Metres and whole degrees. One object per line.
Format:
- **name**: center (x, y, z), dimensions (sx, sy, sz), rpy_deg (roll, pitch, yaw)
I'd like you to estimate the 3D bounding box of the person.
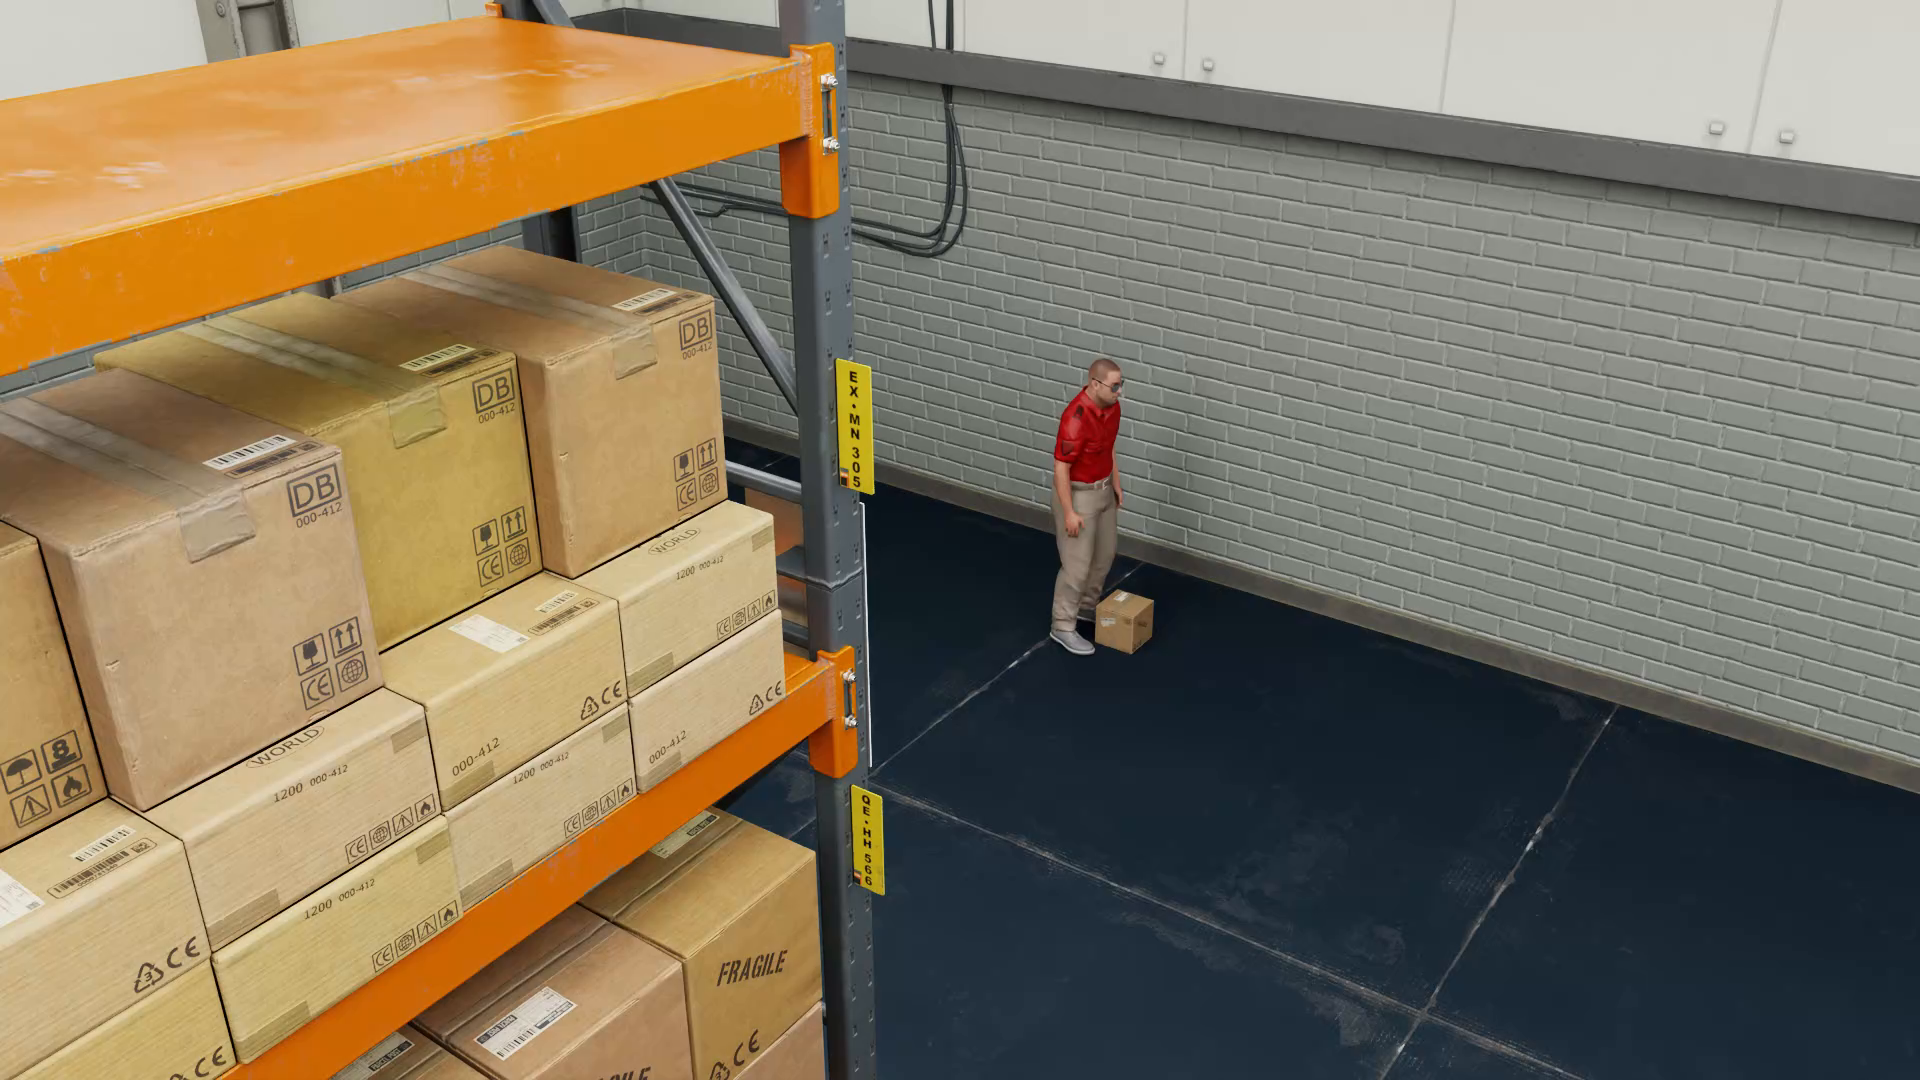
- **person**: center (0.750, -0.231, 9.589), dimensions (0.393, 1.727, 0.586), rpy_deg (17, 32, 31)
